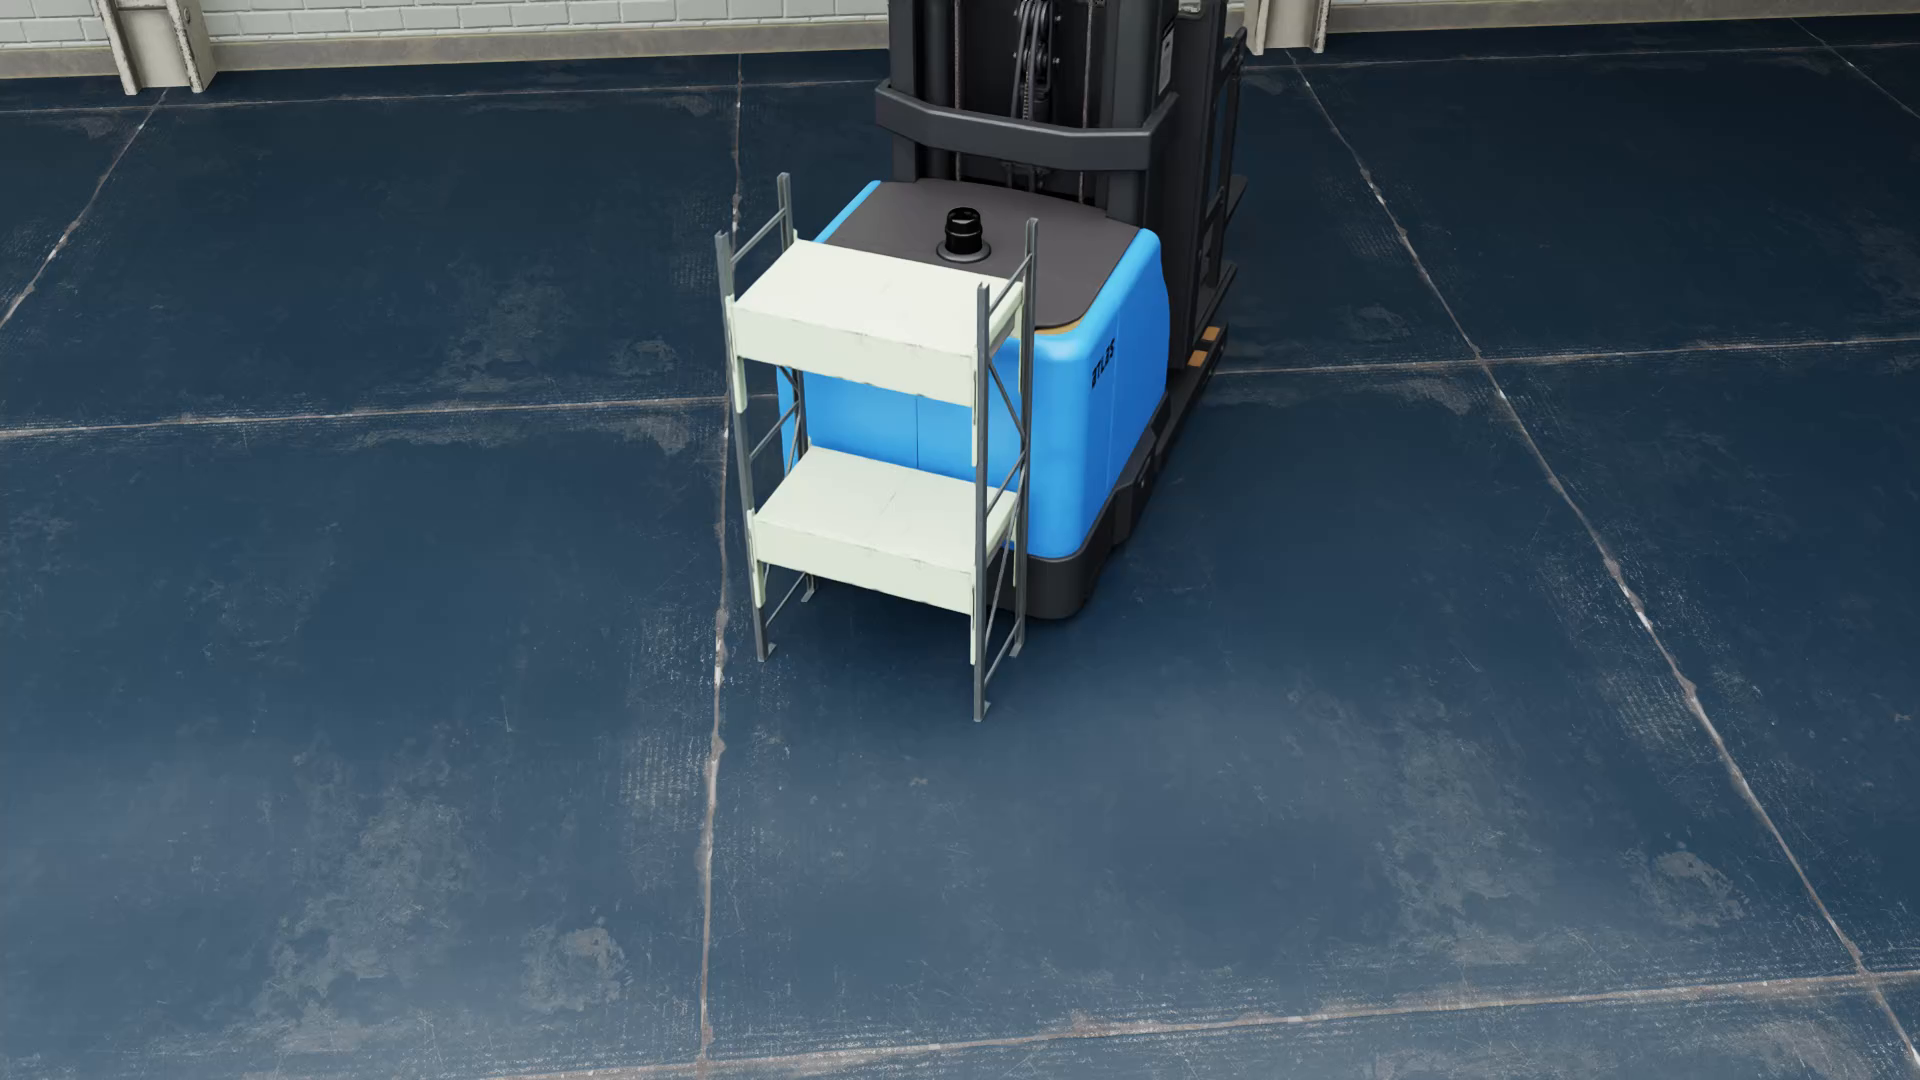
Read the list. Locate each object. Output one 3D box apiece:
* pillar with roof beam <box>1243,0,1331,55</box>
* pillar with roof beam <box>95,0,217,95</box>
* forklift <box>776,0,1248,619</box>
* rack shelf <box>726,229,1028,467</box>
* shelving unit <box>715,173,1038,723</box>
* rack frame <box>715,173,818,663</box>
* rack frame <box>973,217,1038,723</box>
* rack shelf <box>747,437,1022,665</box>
[{"bbox_3d":[2.174,-3.642,3.101,0.400,9.000,9.100,-3,38,-4],"label":"pillar with roof beam"},{"bbox_3d":[-3.803,-3.313,2.684,0.400,9.000,9.100,-3,38,-4],"label":"pillar with roof beam"},{"bbox_3d":[0.420,-1.812,5.680,1.130,2.935,3.031,14,40,17],"label":"forklift"},{"bbox_3d":[-0.216,-0.539,4.593,0.720,0.370,0.431,14,40,17],"label":"rack shelf"},{"bbox_3d":[-0.216,-0.233,4.834,0.755,1.500,0.431,14,40,17],"label":"shelving unit"},{"bbox_3d":[-0.557,-0.316,4.940,0.023,1.500,0.400,14,40,17],"label":"rack frame"},{"bbox_3d":[0.125,-0.150,4.729,0.023,1.500,0.400,14,40,17],"label":"rack frame"},{"bbox_3d":[-0.216,0.023,5.036,0.720,0.370,0.431,14,40,17],"label":"rack shelf"}]
